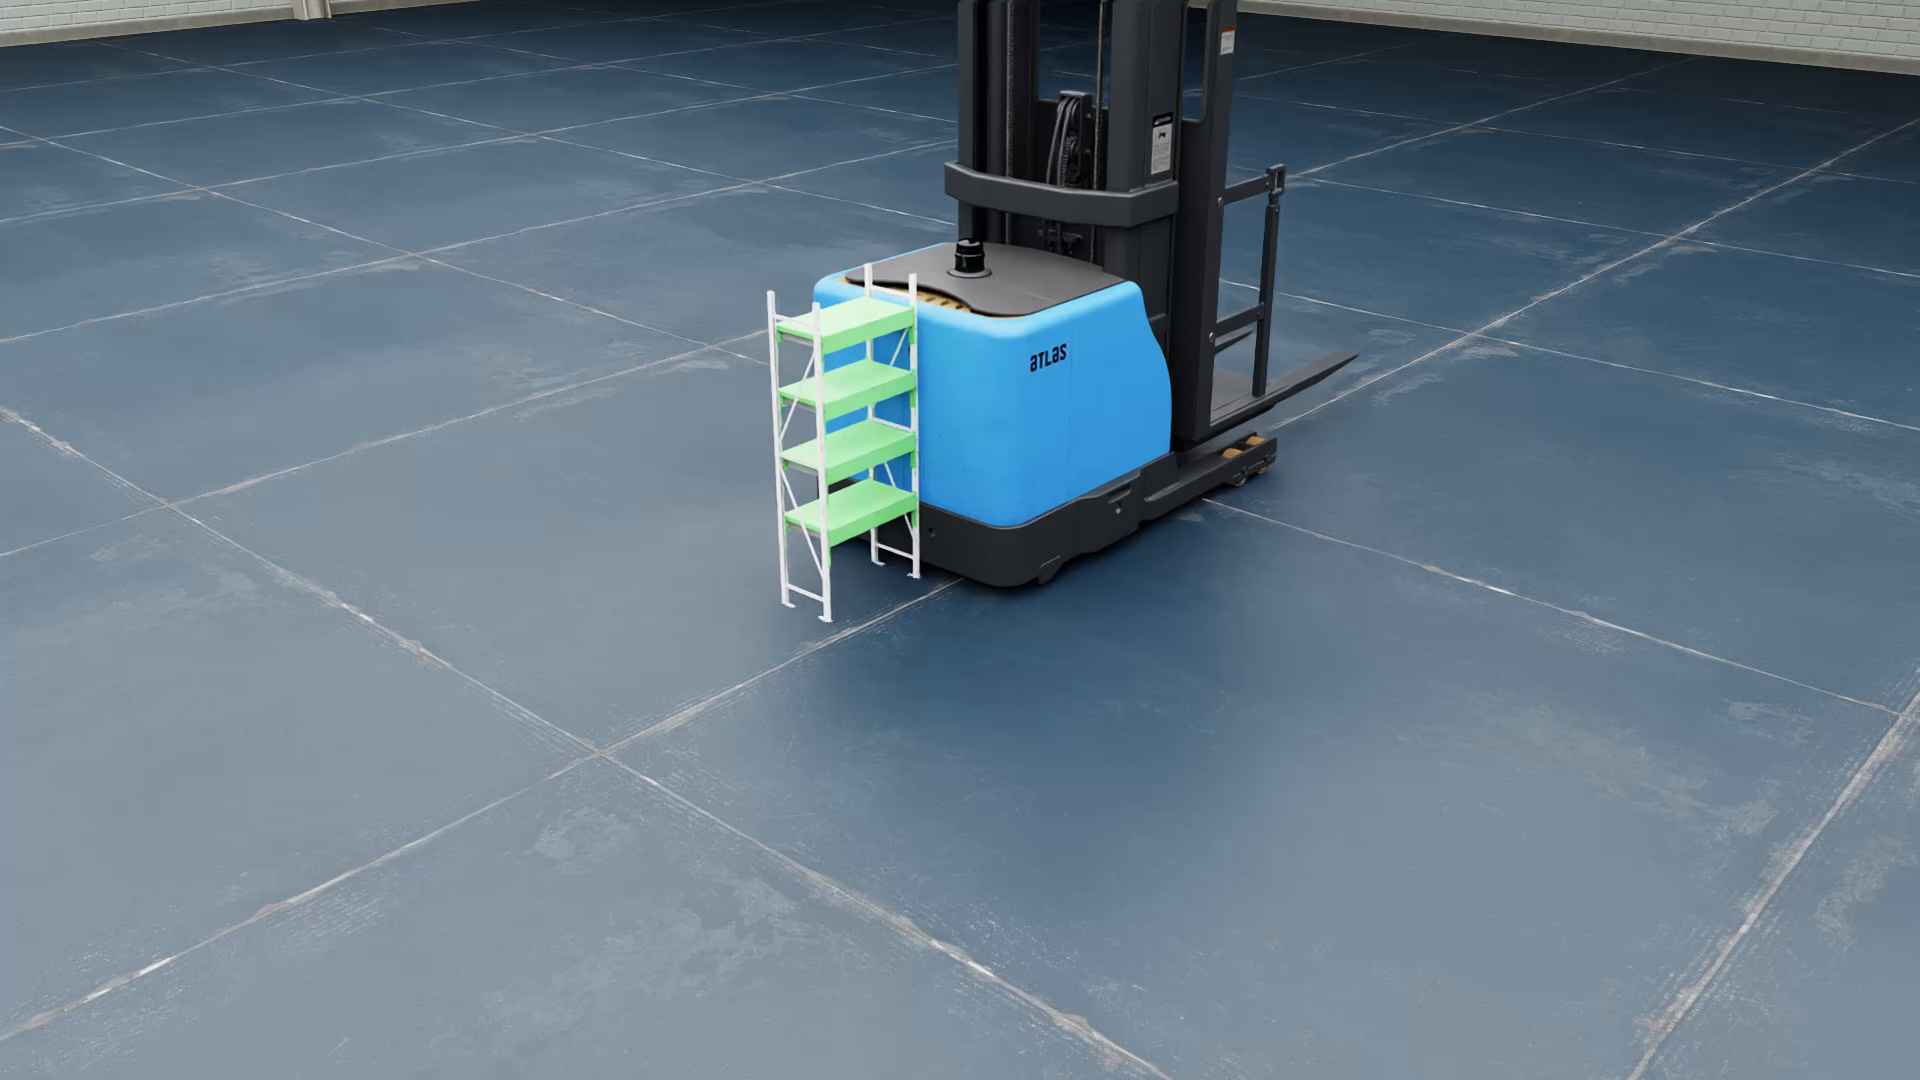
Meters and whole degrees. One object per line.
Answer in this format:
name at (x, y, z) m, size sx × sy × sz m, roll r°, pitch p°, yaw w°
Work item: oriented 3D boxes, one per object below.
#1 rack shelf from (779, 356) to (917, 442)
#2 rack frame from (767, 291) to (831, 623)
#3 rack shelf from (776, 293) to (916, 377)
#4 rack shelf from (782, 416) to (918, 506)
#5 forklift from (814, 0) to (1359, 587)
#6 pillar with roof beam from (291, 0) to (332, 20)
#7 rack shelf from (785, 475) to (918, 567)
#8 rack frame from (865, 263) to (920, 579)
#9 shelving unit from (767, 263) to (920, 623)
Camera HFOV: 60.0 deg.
rack shelf at (-0.409, -0.514, 6.000) m, size 0.258 × 0.148 × 0.480 m, roll 19°, pitch 30°, yaw 36°
rack frame at (-0.567, -0.277, 5.902) m, size 0.240 × 1.200 × 0.015 m, roll 19°, pitch 30°, yaw 36°
rack shelf at (-0.409, -0.733, 5.901) m, size 0.258 × 0.148 × 0.480 m, roll 19°, pitch 30°, yaw 36°
rack shelf at (-0.409, -0.295, 6.098) m, size 0.258 × 0.148 × 0.480 m, roll 19°, pitch 30°, yaw 36°
forklift at (0.759, -1.689, 6.935) m, size 1.130 × 2.935 × 3.031 m, roll 19°, pitch 30°, yaw 36°
pillar with roof beam at (-5.562, -10.002, 18.059) m, size 9.100 × 9.000 × 0.400 m, roll 20°, pitch 31°, yaw 38°
rack shelf at (-0.409, -0.076, 6.196) m, size 0.258 × 0.148 × 0.480 m, roll 19°, pitch 30°, yaw 36°
rack frame at (-0.252, -0.429, 6.241) m, size 0.240 × 1.200 × 0.015 m, roll 19°, pitch 30°, yaw 36°
shelving unit at (-0.409, -0.353, 6.072) m, size 0.258 × 1.200 × 0.503 m, roll 19°, pitch 30°, yaw 36°
